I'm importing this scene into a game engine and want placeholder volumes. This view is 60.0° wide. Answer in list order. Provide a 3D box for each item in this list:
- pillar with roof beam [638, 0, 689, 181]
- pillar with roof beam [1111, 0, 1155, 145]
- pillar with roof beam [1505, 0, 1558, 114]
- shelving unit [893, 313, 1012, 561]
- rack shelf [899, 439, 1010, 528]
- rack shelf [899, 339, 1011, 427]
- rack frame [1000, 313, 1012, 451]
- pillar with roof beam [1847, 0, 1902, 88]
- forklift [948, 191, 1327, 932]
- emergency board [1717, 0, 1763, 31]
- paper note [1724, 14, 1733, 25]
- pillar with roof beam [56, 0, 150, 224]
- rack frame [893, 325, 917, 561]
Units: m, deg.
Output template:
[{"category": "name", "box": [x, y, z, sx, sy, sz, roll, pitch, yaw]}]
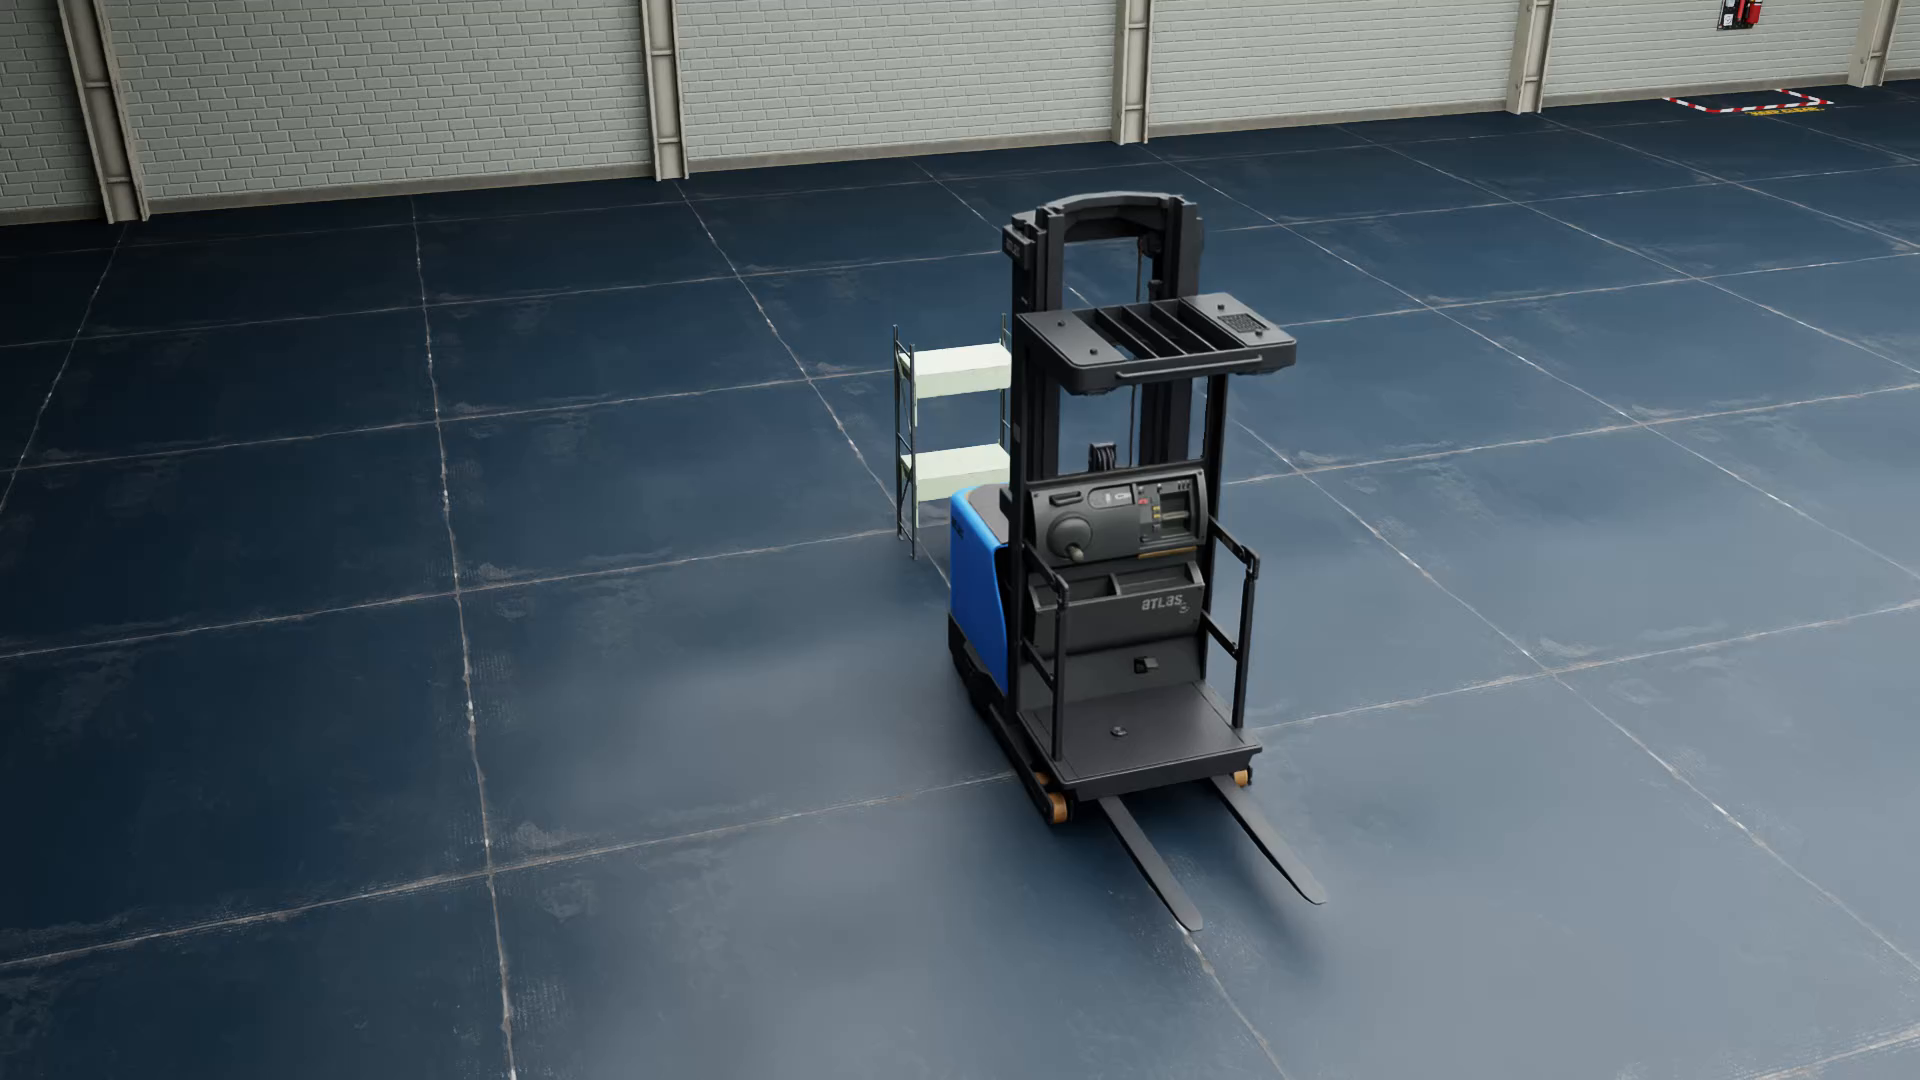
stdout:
[{"category": "pillar with roof beam", "box": [-2.160, -6.595, 14.409, 0.400, 9.000, 9.100, -8, 28, -16]}, {"category": "pillar with roof beam", "box": [3.545, -7.421, 16.073, 0.400, 9.000, 9.100, -8, 28, -16]}, {"category": "pillar with roof beam", "box": [9.250, -8.248, 17.738, 0.400, 9.000, 9.100, -8, 28, -16]}, {"category": "shelving unit", "box": [-0.006, -0.671, 10.909, 0.755, 1.500, 0.431, -8, 28, -16]}, {"category": "rack shelf", "box": [-0.006, -0.379, 11.054, 0.720, 0.370, 0.431, -8, 28, -16]}, {"category": "rack shelf", "box": [-0.006, -1.020, 10.735, 0.720, 0.370, 0.431, -8, 28, -16]}, {"category": "rack frame", "box": [0.342, -0.721, 11.010, 0.023, 1.500, 0.400, -8, 28, -16]}, {"category": "pillar with roof beam", "box": [14.955, -9.074, 19.402, 0.400, 9.000, 9.100, -8, 28, -16]}, {"category": "forklift", "box": [0.867, -0.084, 8.117, 1.130, 2.935, 3.031, -8, 28, -16]}, {"category": "emergency board", "box": [11.260, -7.883, 23.749, 0.643, 1.169, 0.194, -8, 28, -16]}, {"category": "paper note", "box": [11.071, -7.493, 23.955, 0.142, 0.148, 0.016, -8, 28, -16]}, {"category": "pillar with roof beam", "box": [-7.865, -5.769, 12.745, 0.400, 9.000, 9.100, -8, 28, -16]}, {"category": "rack frame", "box": [-0.354, -0.620, 10.807, 0.023, 1.500, 0.400, -8, 28, -16]}]
